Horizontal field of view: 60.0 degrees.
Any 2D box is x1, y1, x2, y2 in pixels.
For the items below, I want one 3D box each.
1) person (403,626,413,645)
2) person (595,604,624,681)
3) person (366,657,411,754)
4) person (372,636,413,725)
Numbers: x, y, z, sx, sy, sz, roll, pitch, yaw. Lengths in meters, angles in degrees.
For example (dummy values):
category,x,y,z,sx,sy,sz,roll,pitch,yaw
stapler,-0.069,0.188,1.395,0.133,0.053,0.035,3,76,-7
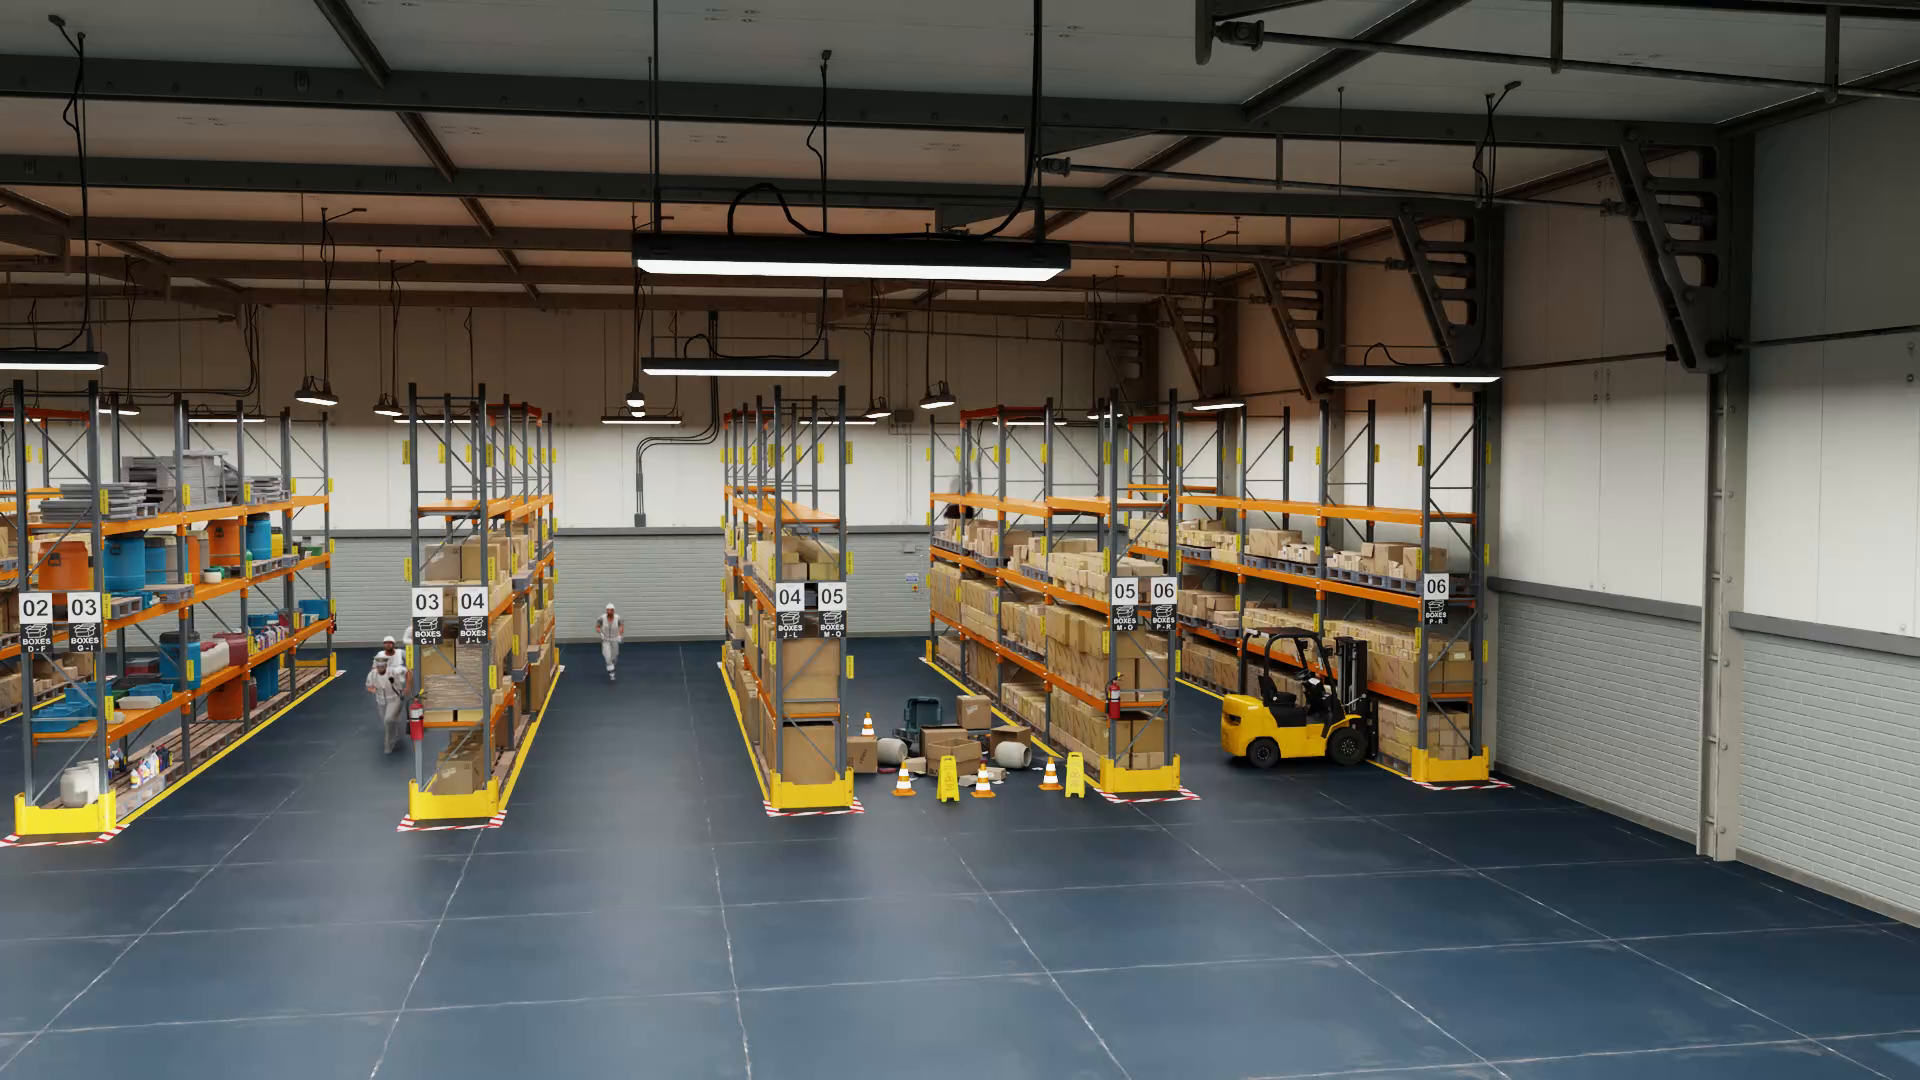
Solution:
category,x,y,z,sx,sy,sz,roll,pitch,yaw
person,-11.006,2.410,33.894,0.668,1.855,0.862,-1,3,-20
person,-7.820,2.264,37.149,0.628,1.734,0.813,-1,3,-10
person,-9.652,2.789,28.169,0.705,1.709,1.021,0,3,-2
person,-10.276,2.600,30.139,0.708,1.733,0.735,-1,3,-14
